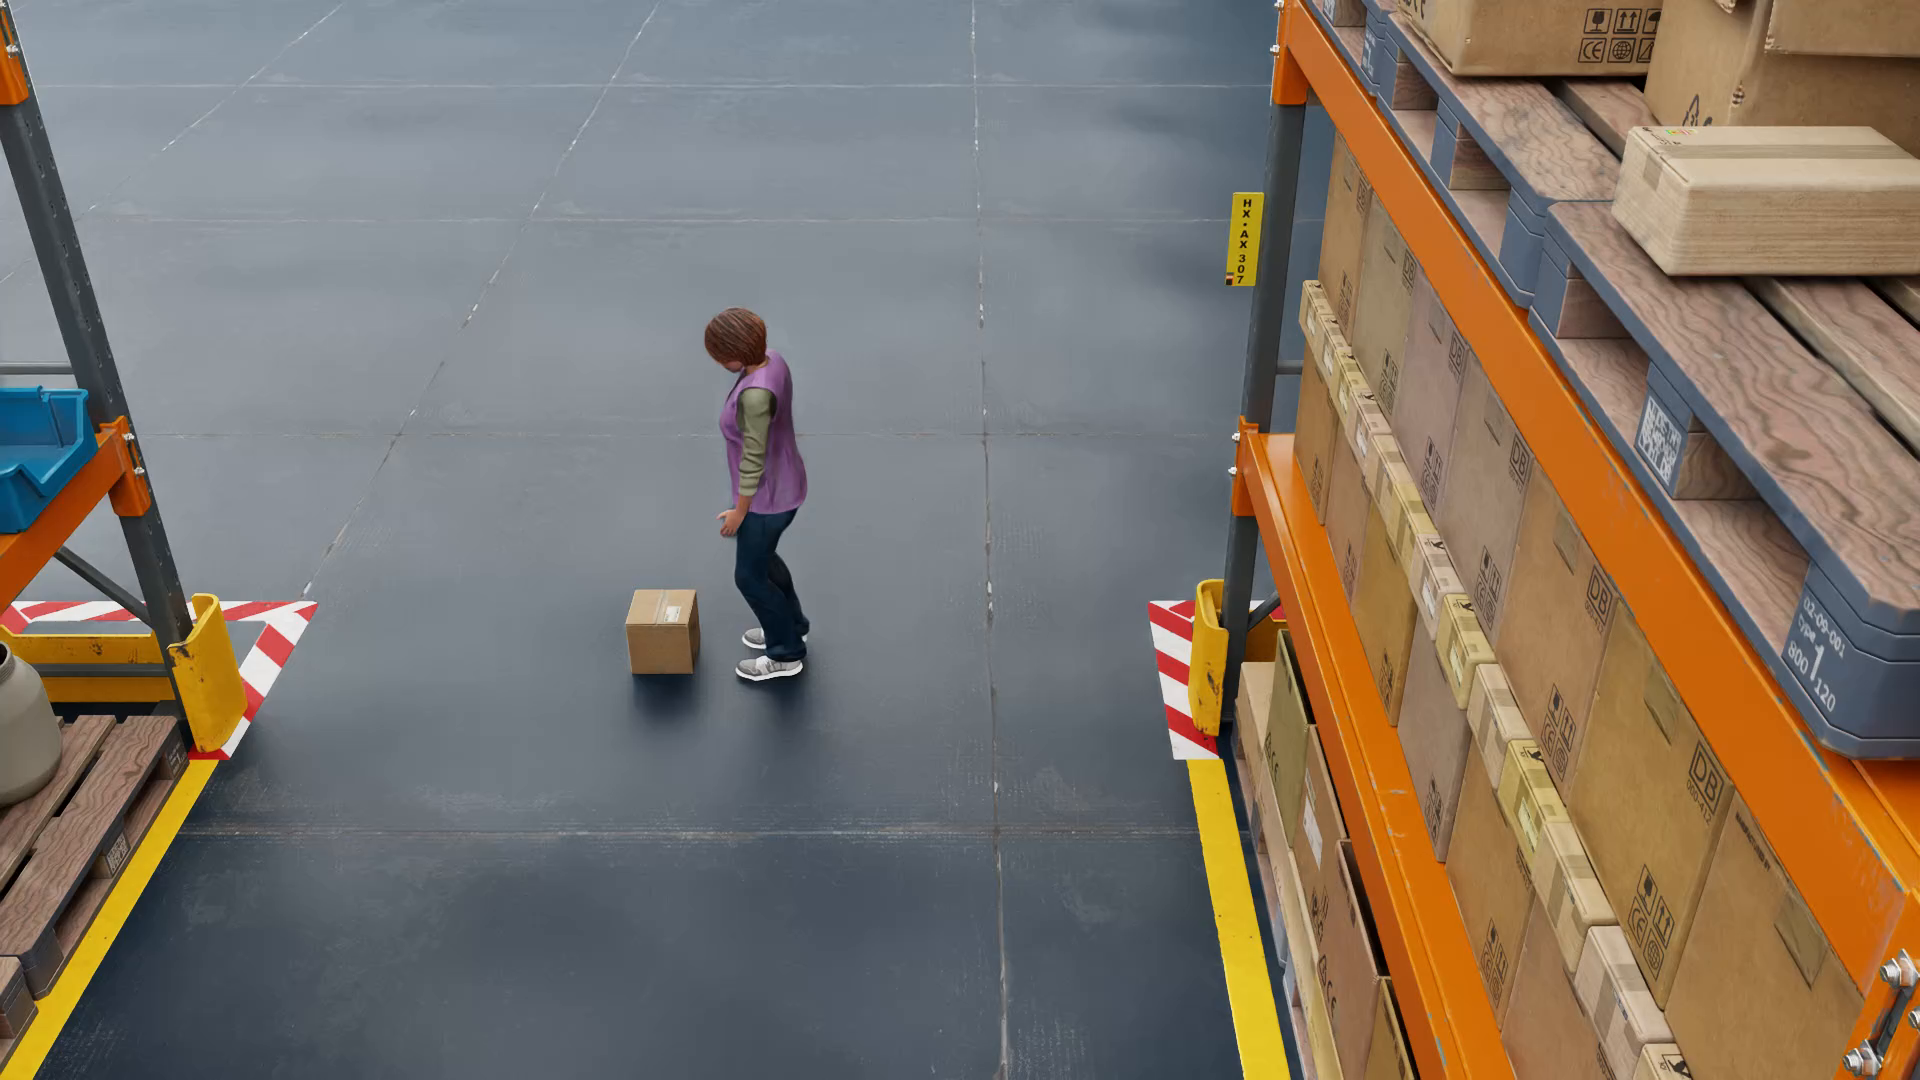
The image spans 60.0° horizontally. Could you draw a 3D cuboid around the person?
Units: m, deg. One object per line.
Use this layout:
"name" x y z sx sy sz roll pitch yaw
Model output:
"person" -0.762 -0.155 6.436 0.341 1.563 0.417 1 32 1
